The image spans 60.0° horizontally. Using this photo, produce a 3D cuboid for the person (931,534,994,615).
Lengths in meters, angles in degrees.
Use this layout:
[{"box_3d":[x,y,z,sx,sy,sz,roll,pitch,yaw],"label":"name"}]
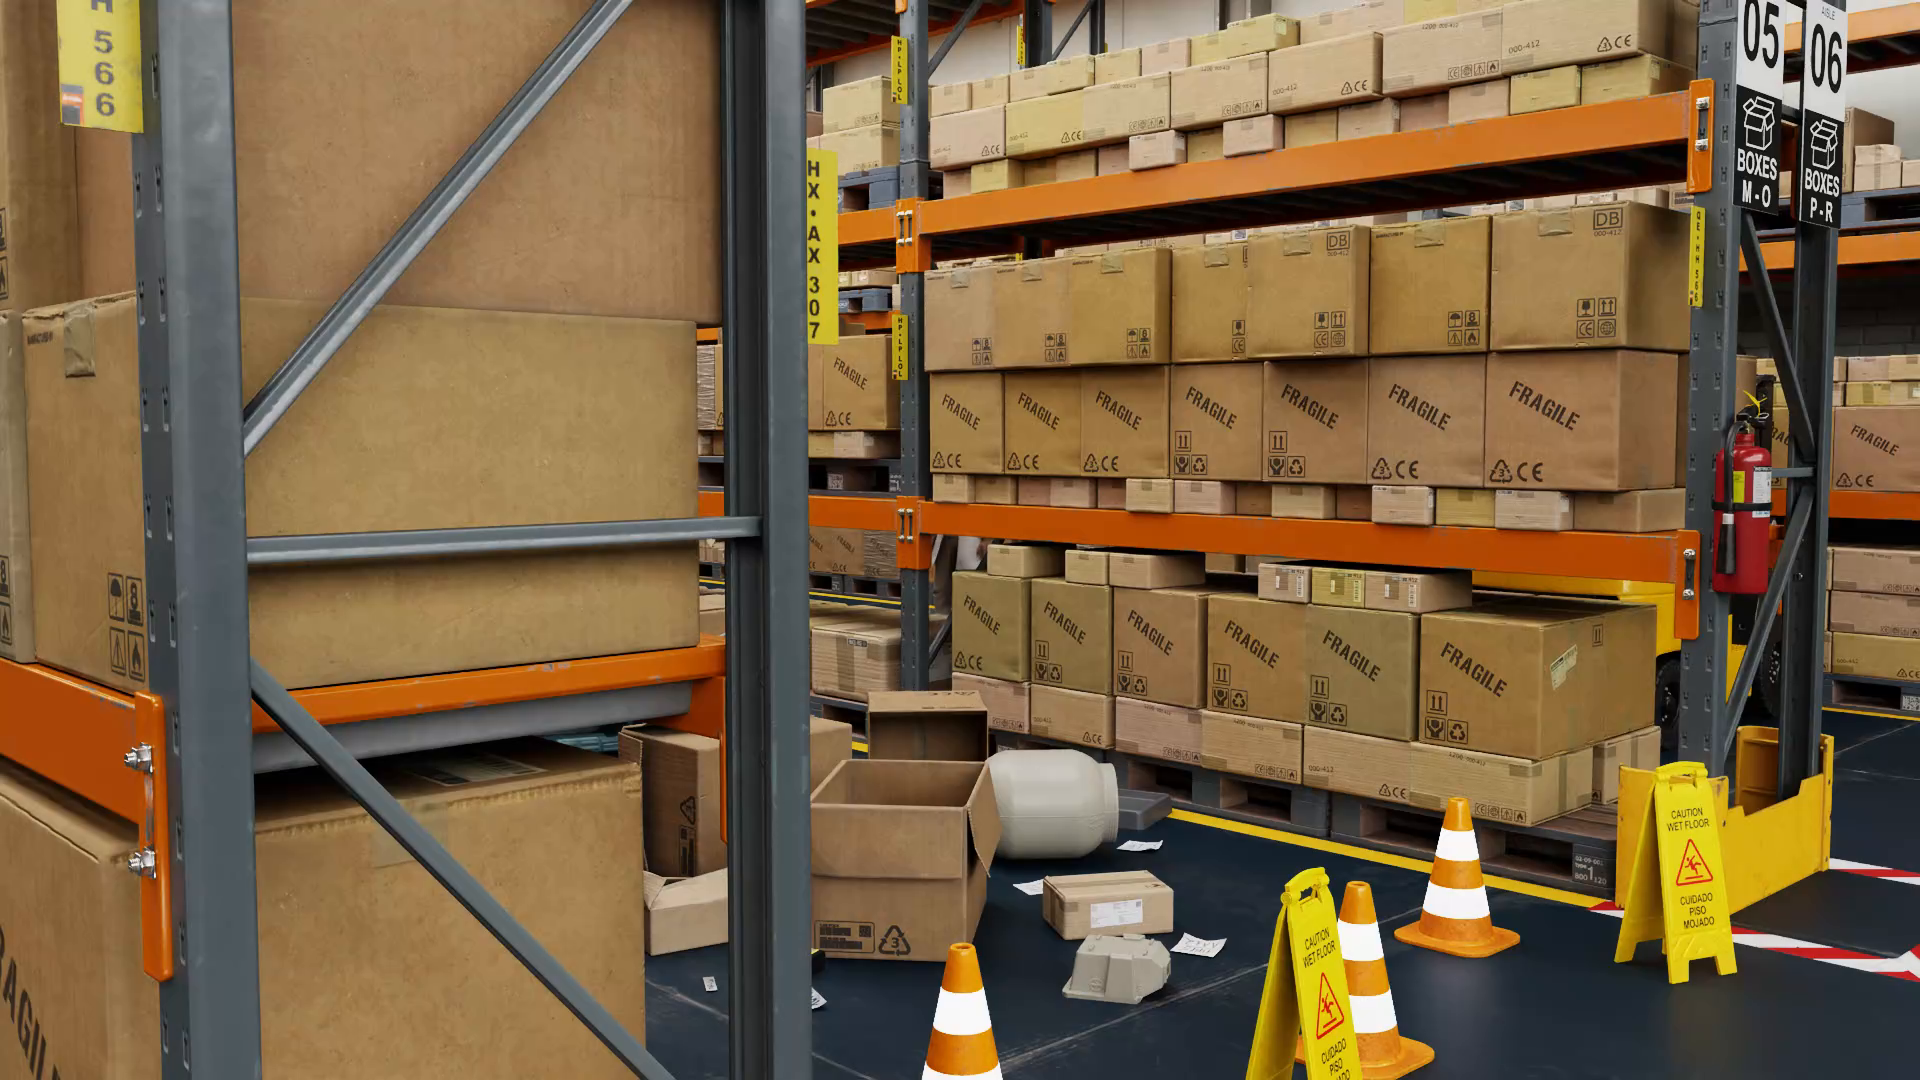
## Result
[{"box_3d":[0.017,-0.006,11.838,0.640,1.772,0.428,4,5,44],"label":"person"}]
